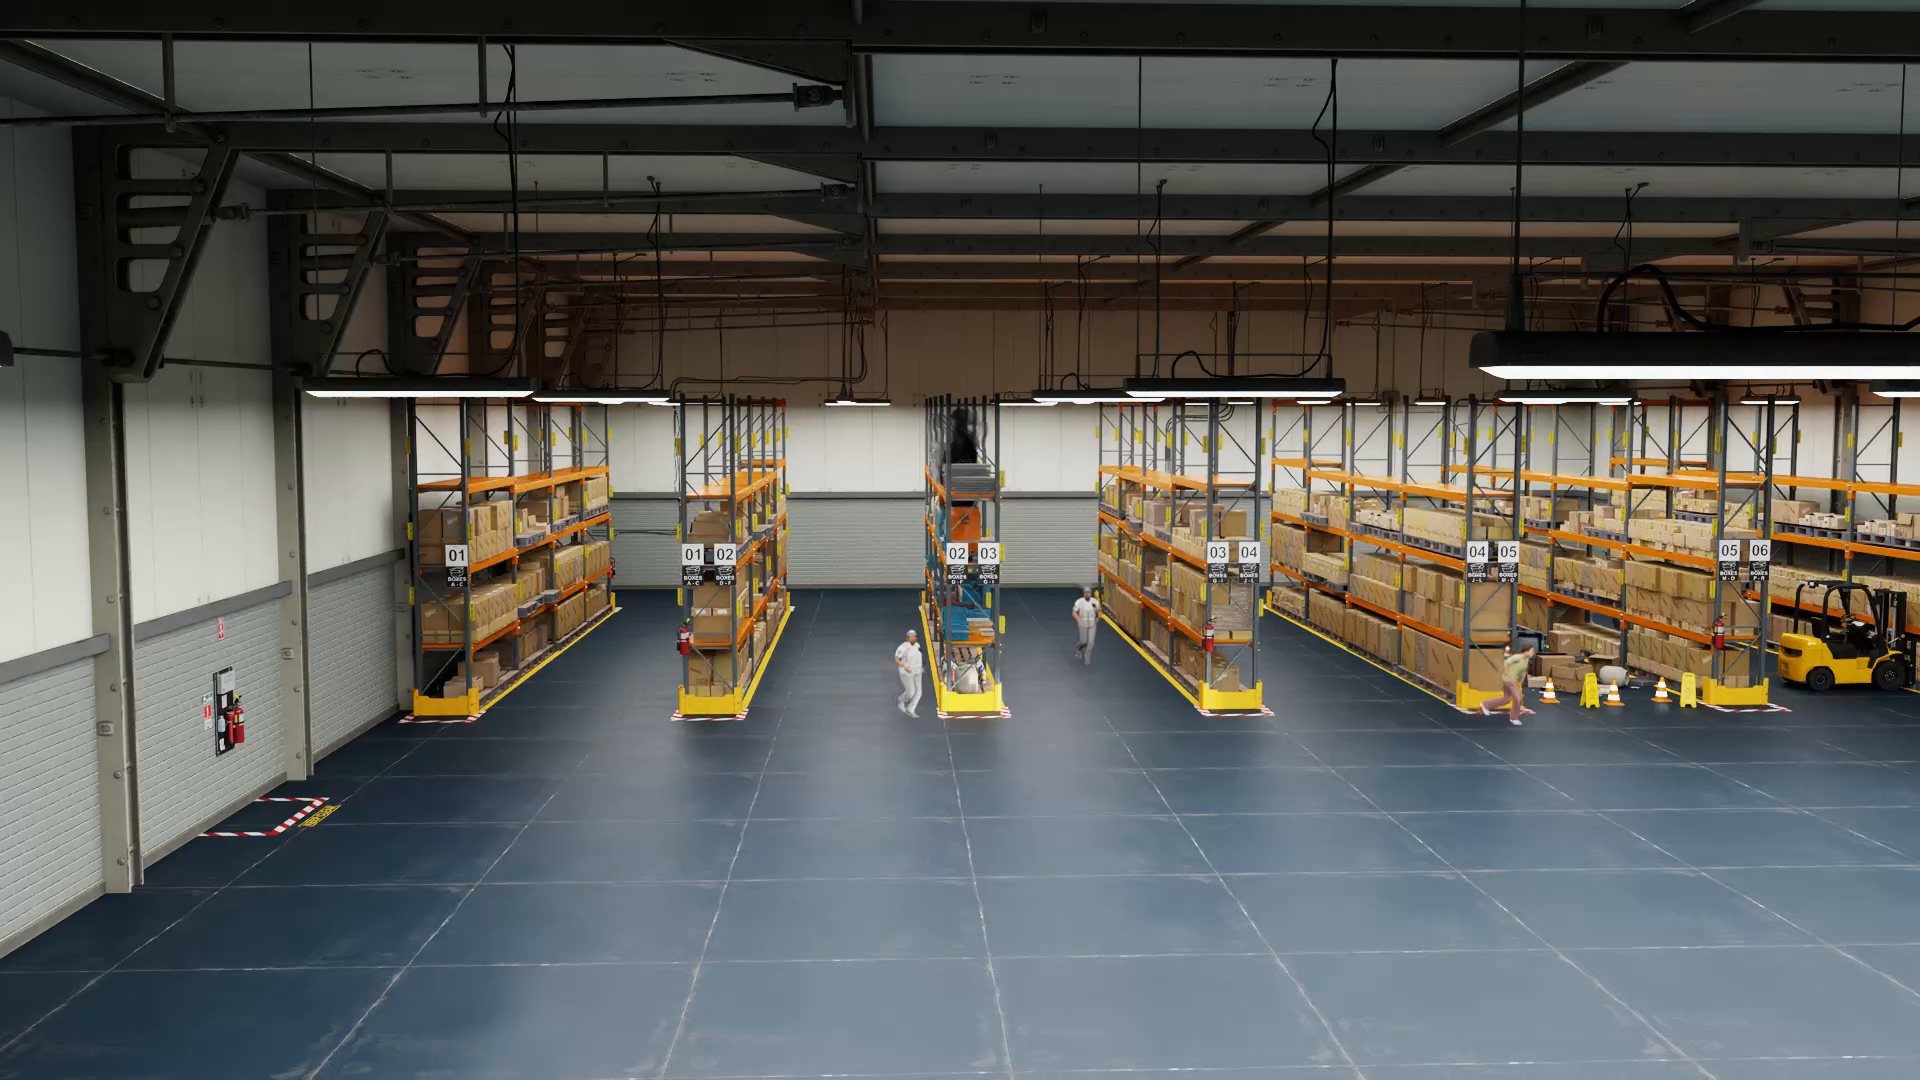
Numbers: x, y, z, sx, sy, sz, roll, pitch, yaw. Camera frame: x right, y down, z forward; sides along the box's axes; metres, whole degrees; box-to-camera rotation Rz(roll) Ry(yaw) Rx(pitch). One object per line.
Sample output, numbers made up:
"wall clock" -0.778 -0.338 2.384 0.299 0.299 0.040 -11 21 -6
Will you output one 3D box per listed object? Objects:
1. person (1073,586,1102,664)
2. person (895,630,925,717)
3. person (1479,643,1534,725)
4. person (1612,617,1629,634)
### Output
"person" 2.877 1.904 37.407 0.653 1.758 0.645 0 5 -4
"person" -0.926 2.485 30.948 0.586 1.639 0.528 -3 6 -35
"person" 9.984 2.596 30.350 0.583 1.520 1.008 -4 6 -43
"person" 16.265 1.694 40.894 0.504 1.585 0.732 0 5 -5
